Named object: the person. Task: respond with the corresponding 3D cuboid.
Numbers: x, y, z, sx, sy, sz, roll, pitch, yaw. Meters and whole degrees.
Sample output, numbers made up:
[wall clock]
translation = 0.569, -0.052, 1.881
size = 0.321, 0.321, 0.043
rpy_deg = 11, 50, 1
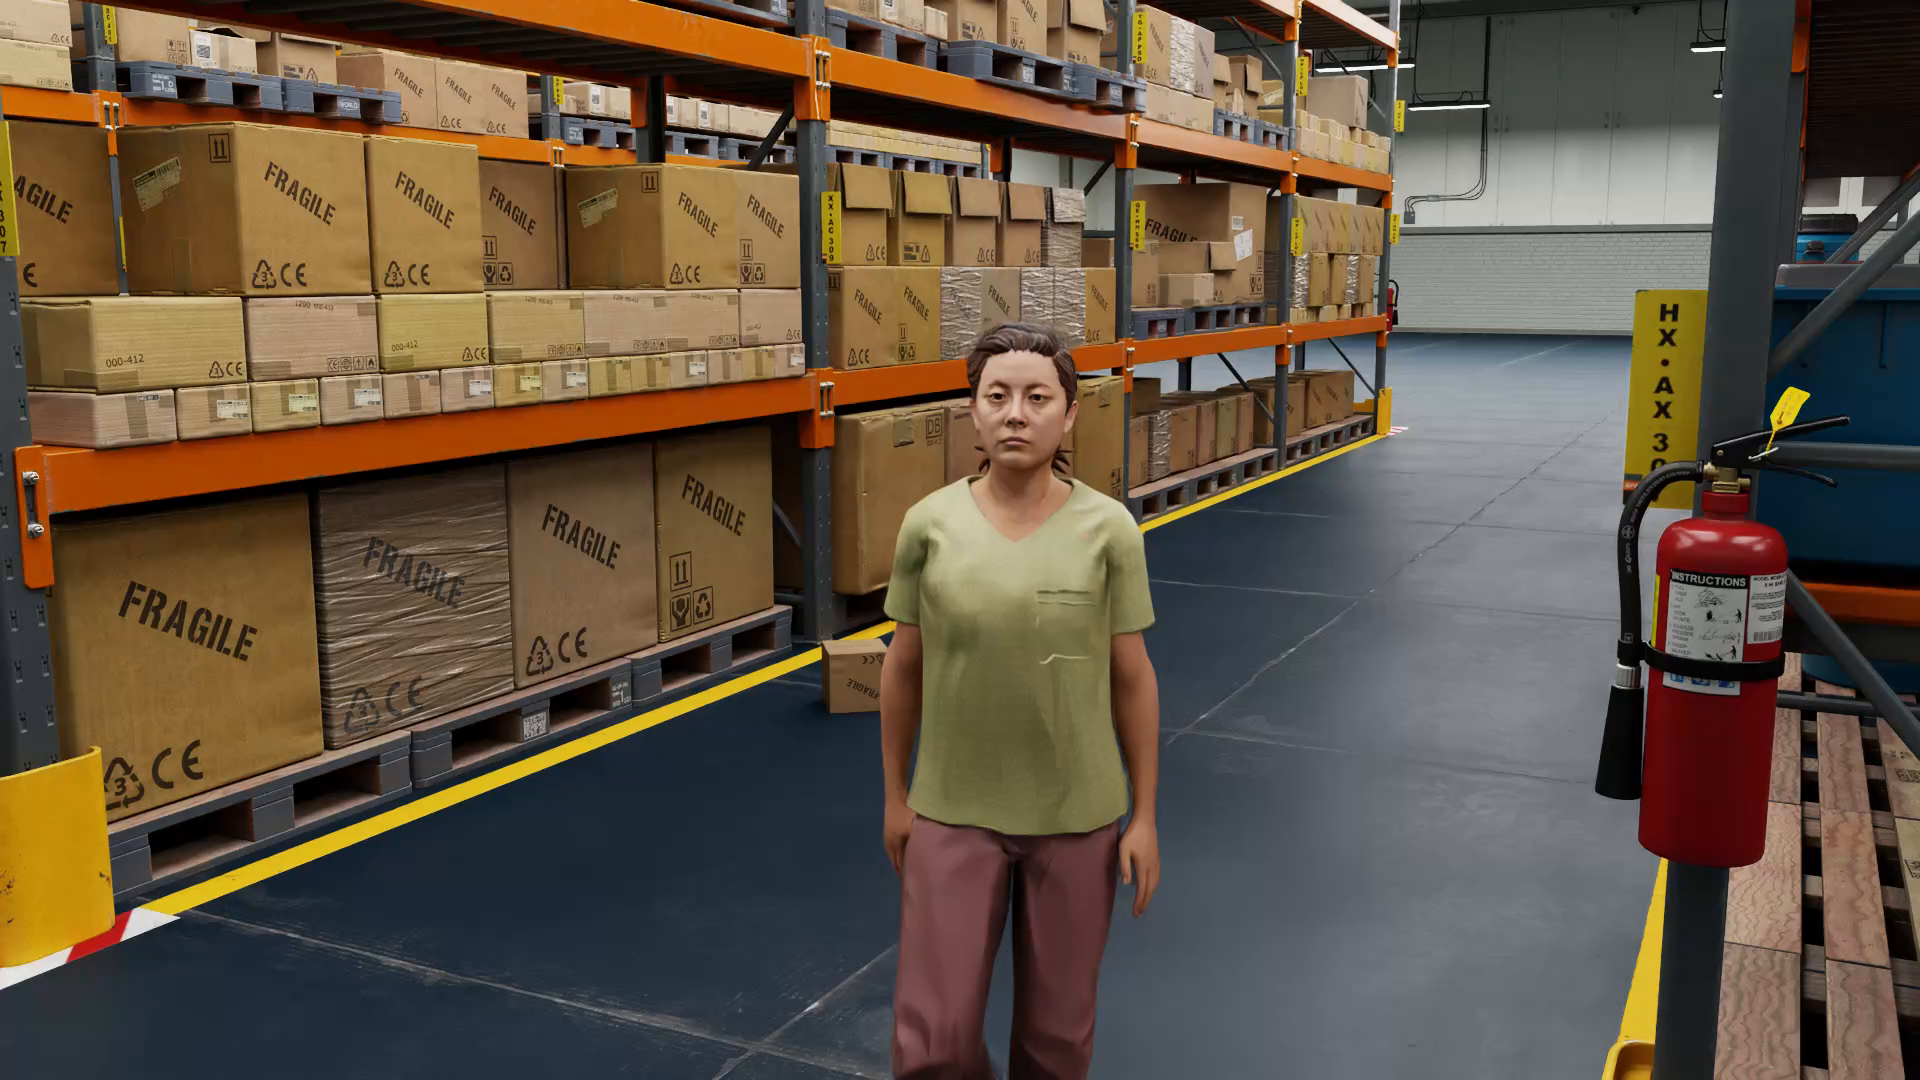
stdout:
[person]
translation = 0.097, 0.474, 2.768
size = 0.469, 1.663, 0.463
rpy_deg = 0, 9, 1
